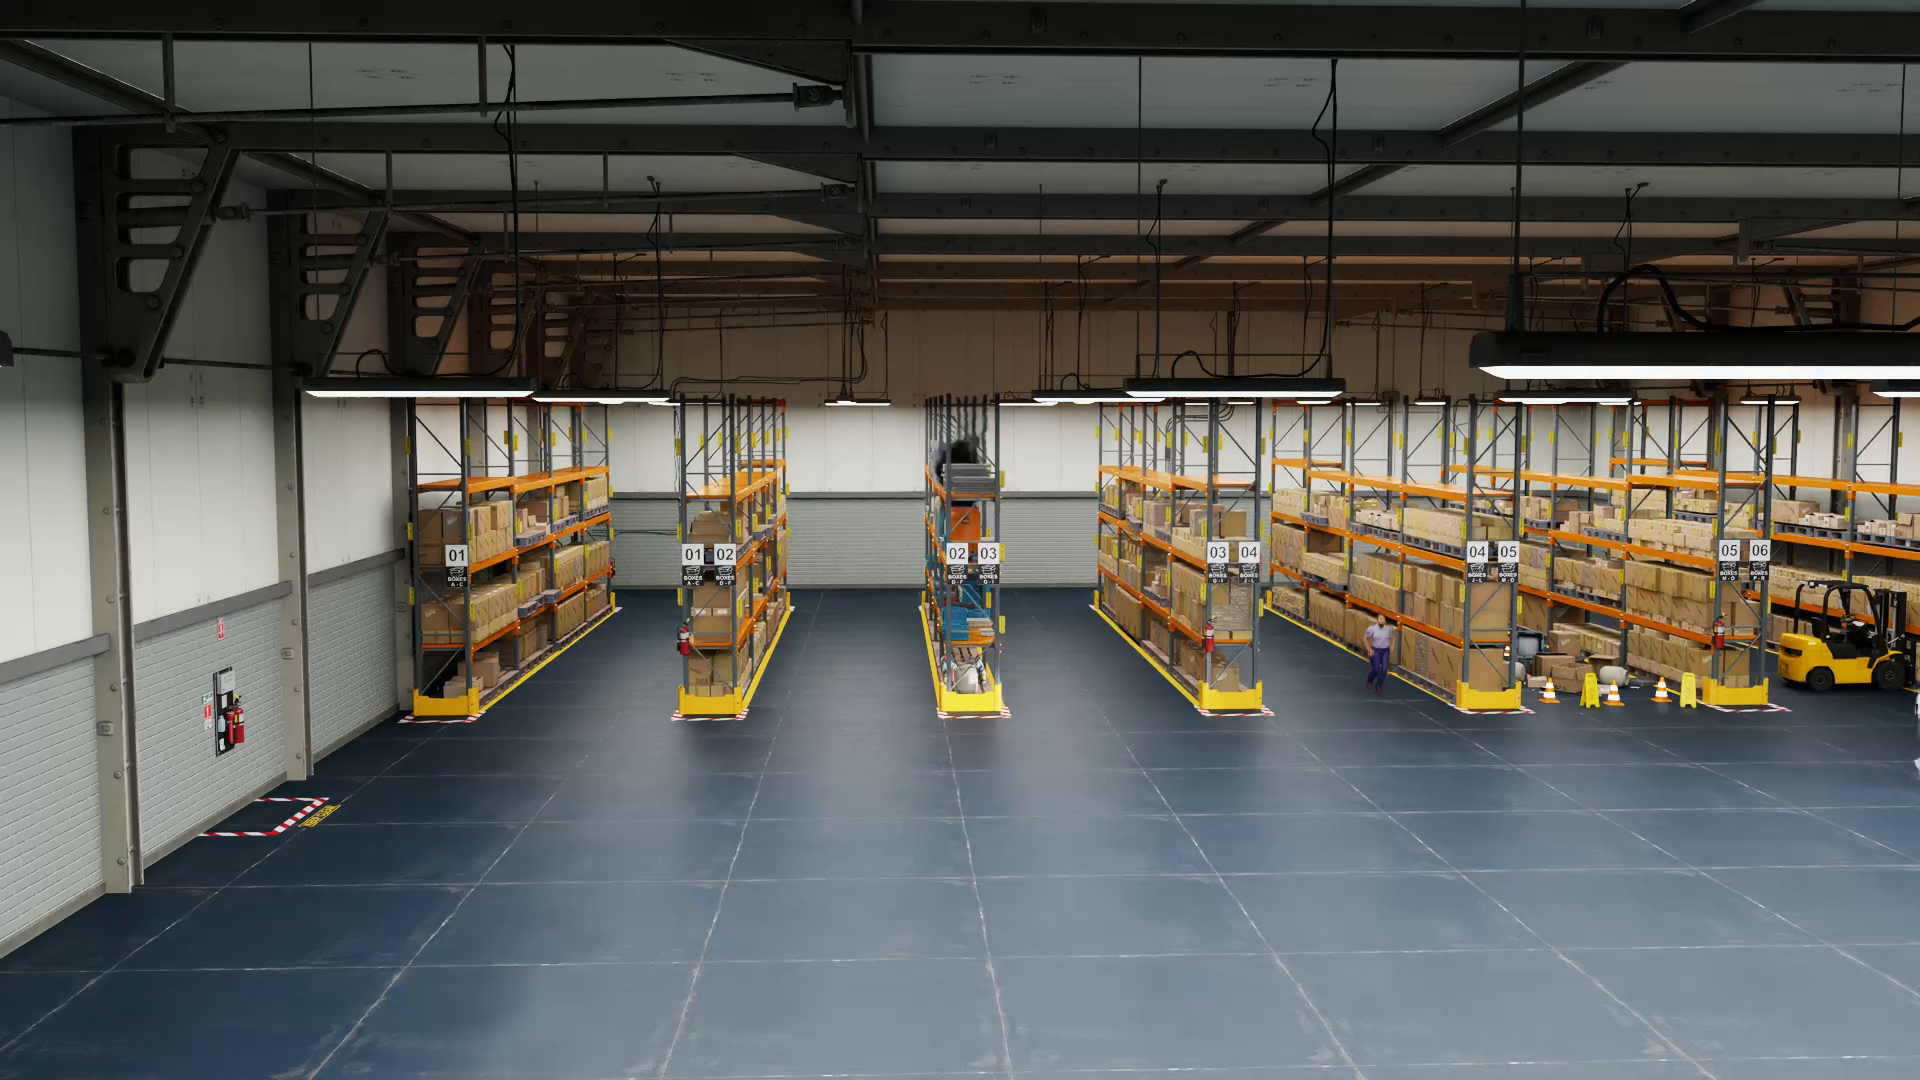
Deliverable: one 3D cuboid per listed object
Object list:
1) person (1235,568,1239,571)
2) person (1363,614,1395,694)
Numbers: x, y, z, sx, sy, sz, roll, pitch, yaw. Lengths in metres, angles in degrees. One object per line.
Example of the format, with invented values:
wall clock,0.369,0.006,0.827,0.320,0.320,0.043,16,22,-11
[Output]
person,8.245,1.053,48.779,0.897,1.727,0.795,-3,5,-30
person,8.446,2.286,33.400,0.618,1.616,0.545,-1,5,-7
